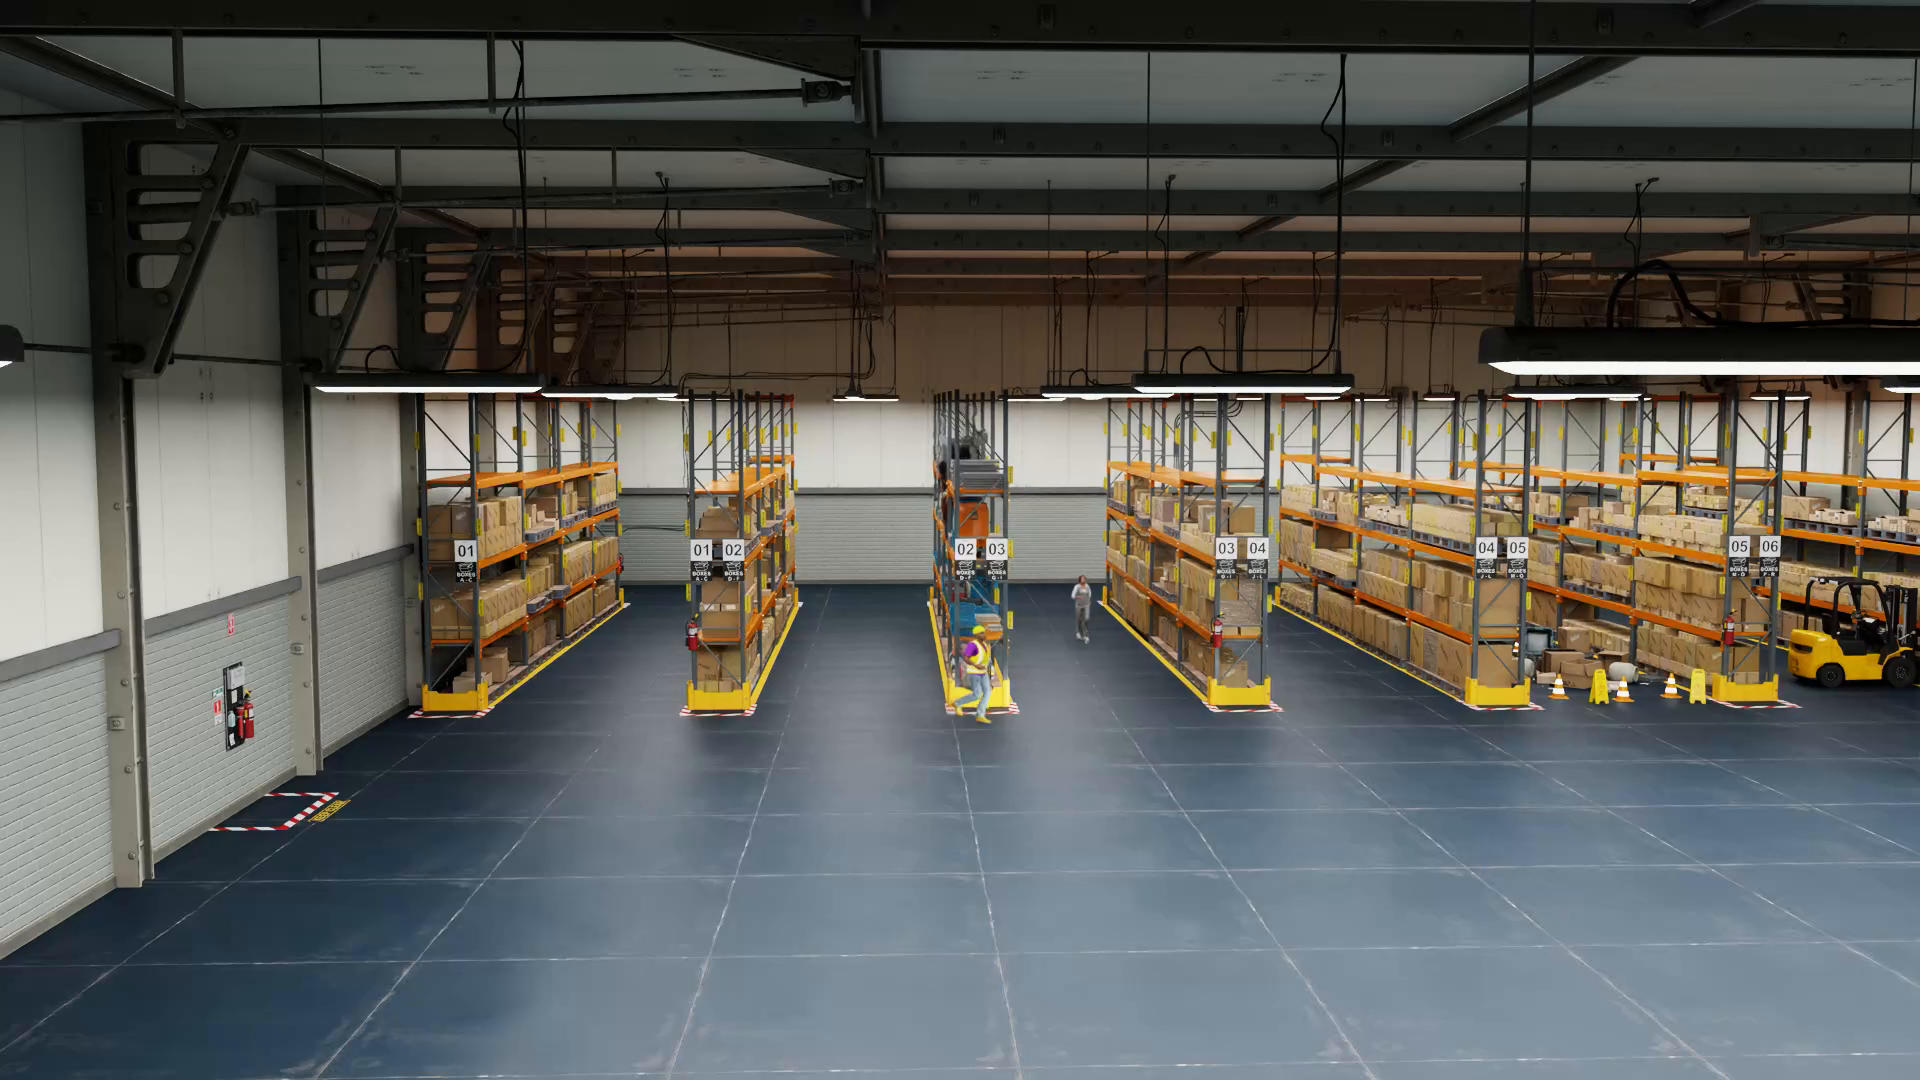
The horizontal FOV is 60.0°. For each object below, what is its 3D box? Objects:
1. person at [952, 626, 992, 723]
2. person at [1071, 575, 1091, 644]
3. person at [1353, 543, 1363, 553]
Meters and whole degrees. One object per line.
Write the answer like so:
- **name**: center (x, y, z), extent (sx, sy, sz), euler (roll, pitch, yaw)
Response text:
- **person**: center (0.283, 2.414, 30.086), extent (0.754, 1.744, 0.715), euler (3, 5, 31)
- **person**: center (2.933, 1.642, 40.117), extent (0.528, 1.631, 0.751), euler (-1, 5, -7)
- **person**: center (11.220, 0.972, 47.312), extent (0.708, 1.833, 0.901), euler (-1, 5, -16)
